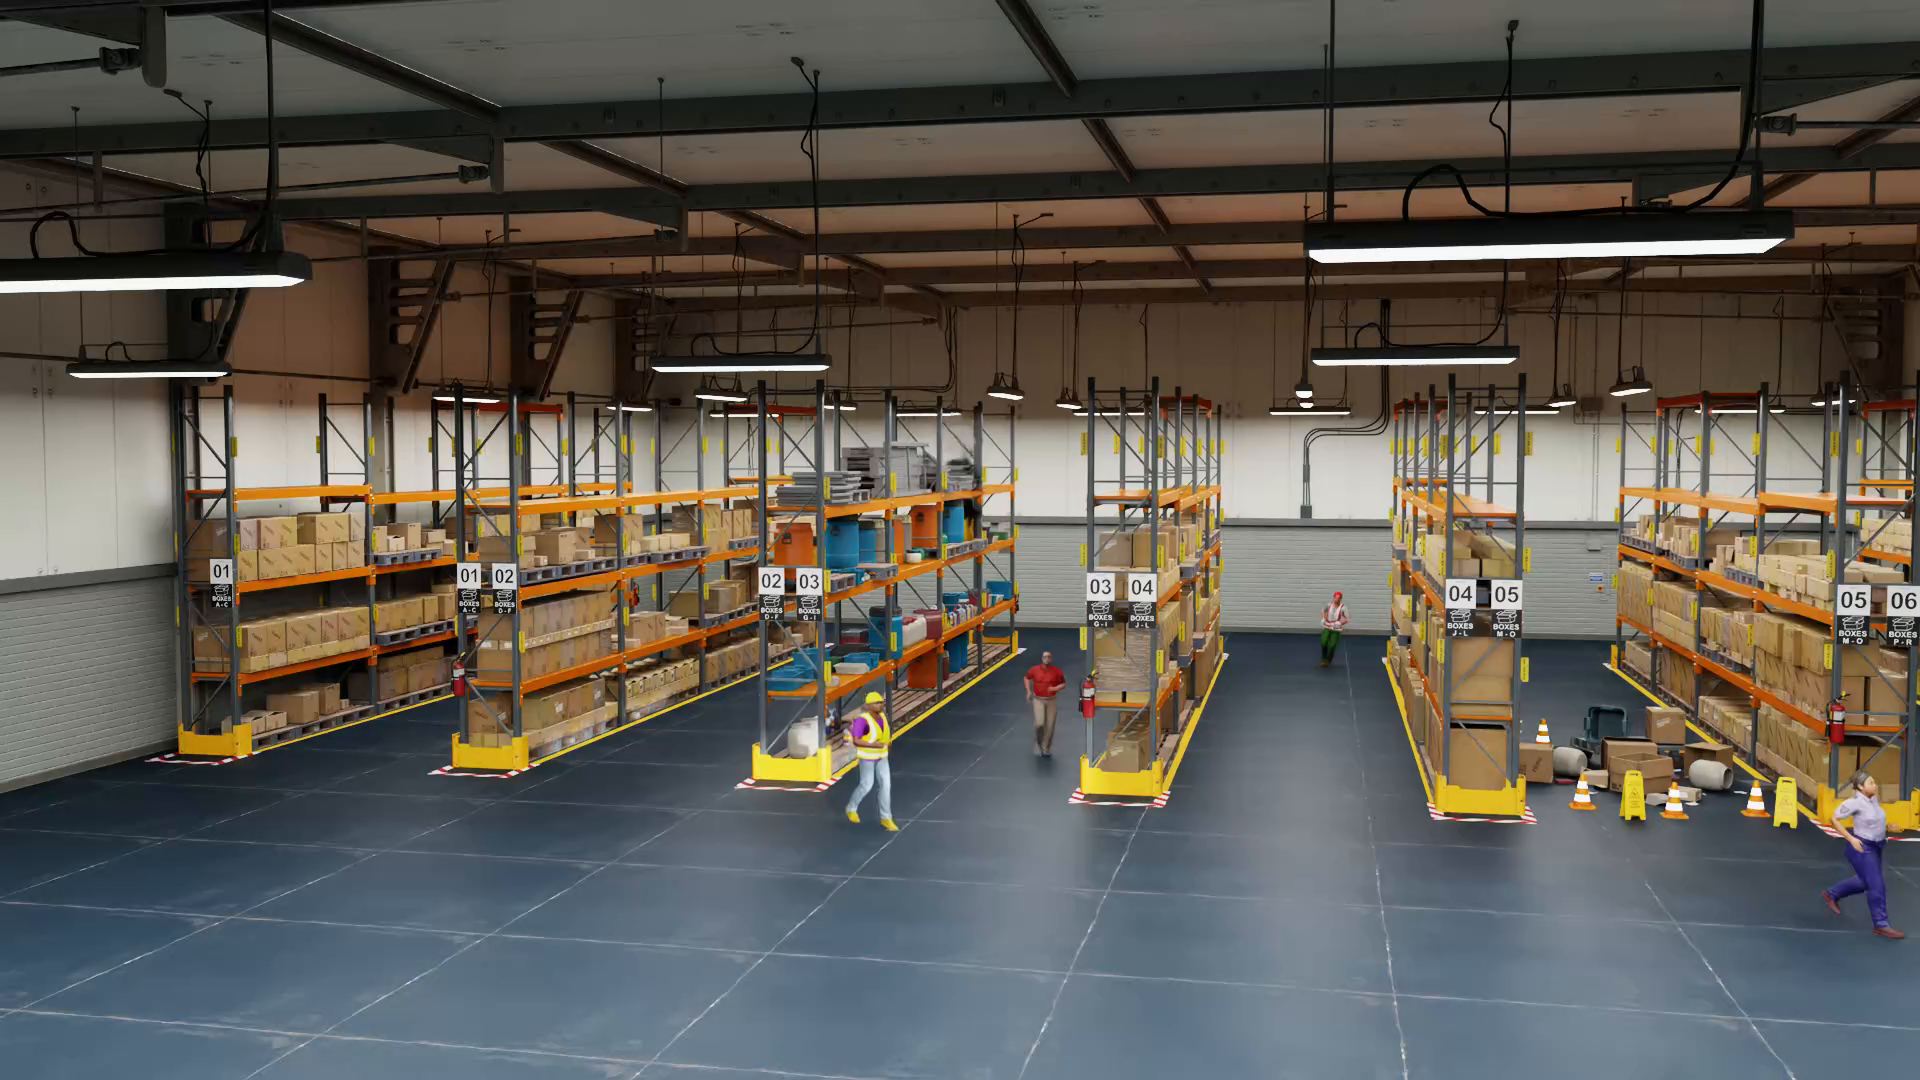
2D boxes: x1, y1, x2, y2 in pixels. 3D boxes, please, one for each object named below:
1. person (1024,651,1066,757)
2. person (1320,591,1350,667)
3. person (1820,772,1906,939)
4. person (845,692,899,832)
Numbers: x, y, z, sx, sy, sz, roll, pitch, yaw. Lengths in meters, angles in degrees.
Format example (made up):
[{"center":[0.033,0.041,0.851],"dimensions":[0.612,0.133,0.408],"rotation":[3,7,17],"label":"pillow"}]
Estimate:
[{"center":[1.377,2.647,26.802],"dimensions":[0.652,1.718,0.653],"rotation":[0,3,-2],"label":"person"},{"center":[8.461,2.024,37.590],"dimensions":[0.688,1.732,0.566],"rotation":[1,4,25],"label":"person"},{"center":[9.335,3.211,17.191],"dimensions":[0.614,1.624,0.918],"rotation":[-2,4,-37],"label":"person"},{"center":[-1.156,2.893,21.856],"dimensions":[0.835,1.814,0.721],"rotation":[3,4,44],"label":"person"}]
